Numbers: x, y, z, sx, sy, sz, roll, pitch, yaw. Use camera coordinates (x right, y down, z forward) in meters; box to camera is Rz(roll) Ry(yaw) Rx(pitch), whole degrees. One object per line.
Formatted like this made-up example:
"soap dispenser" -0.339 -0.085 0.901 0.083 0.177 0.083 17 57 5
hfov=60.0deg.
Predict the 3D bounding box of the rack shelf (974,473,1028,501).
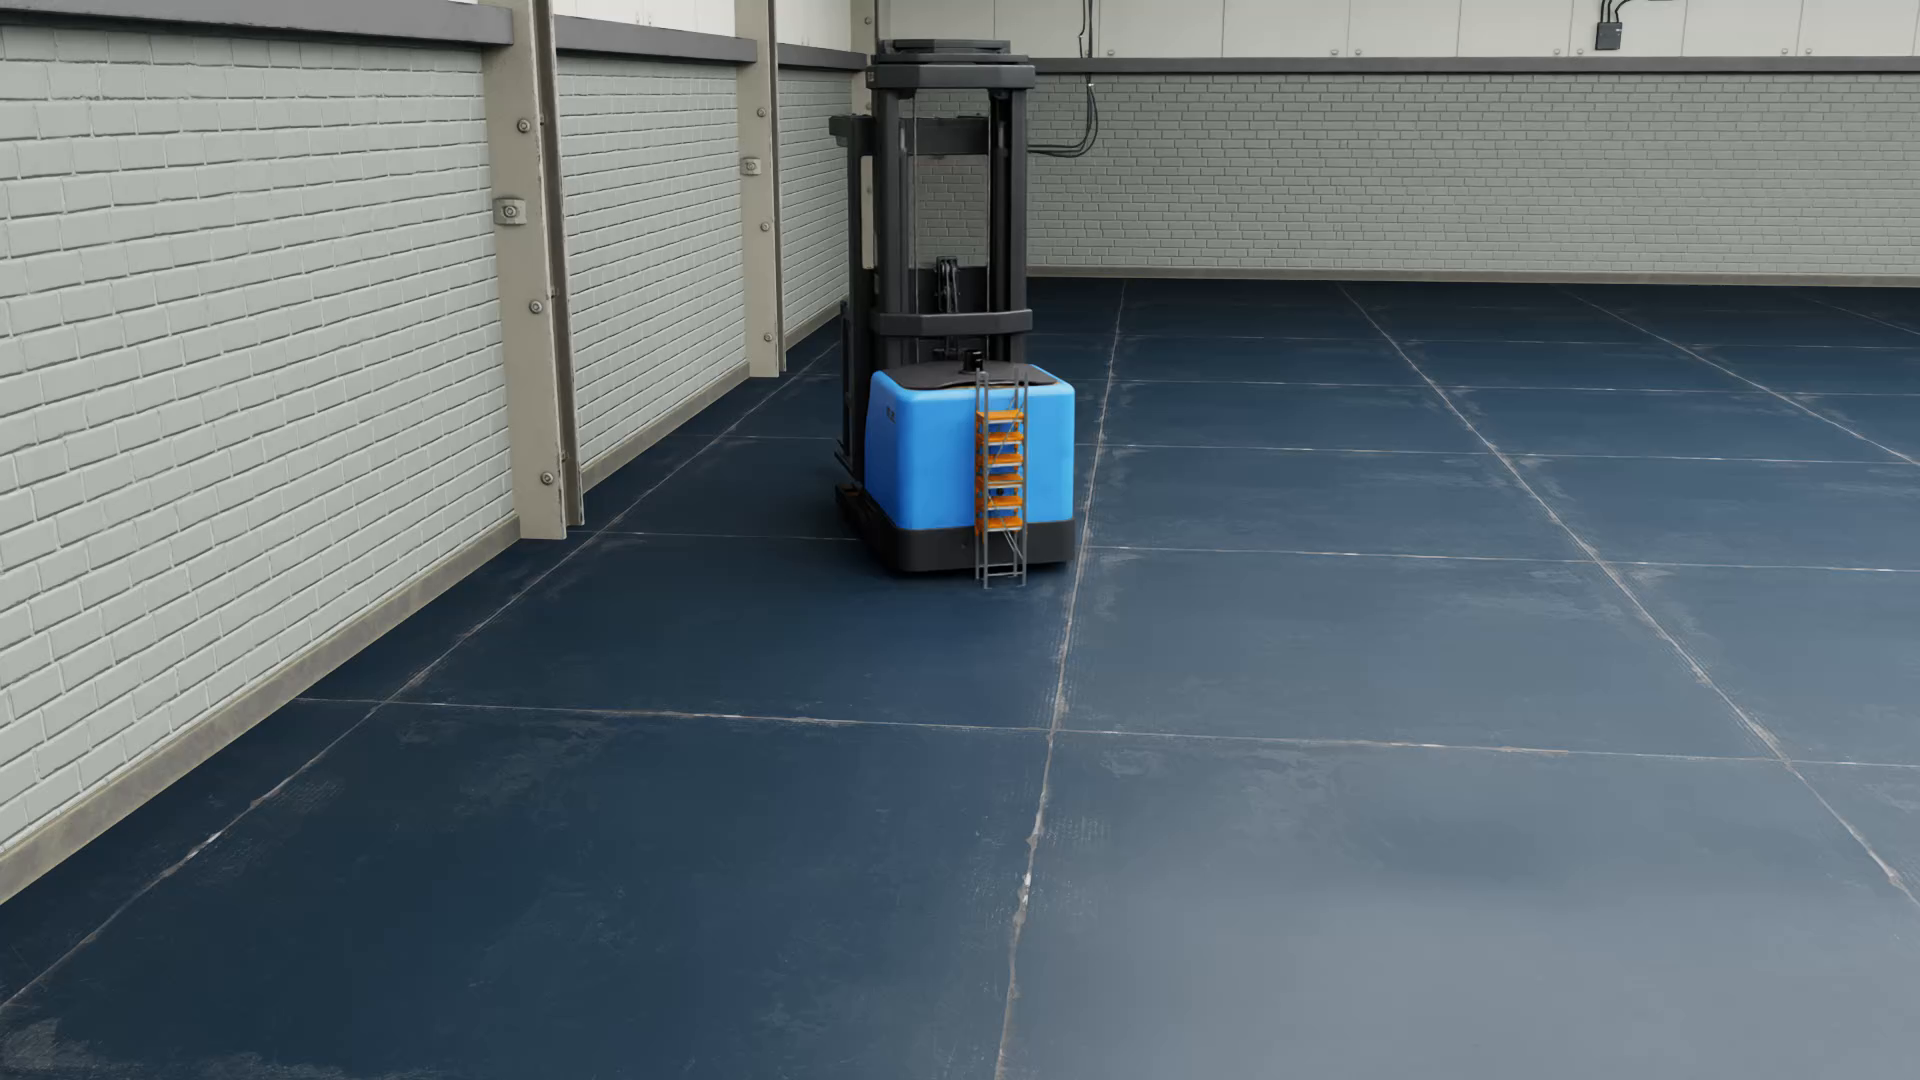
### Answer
"rack shelf" 0.225 -0.293 9.119 0.258 0.103 0.180 -4 16 -13

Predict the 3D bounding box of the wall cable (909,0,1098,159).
"wall cable" 0.444 -6.742 23.804 3.097 2.526 0.112 2 15 6

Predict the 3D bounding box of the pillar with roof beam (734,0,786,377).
"pillar with roof beam" 2.398 -5.833 14.493 9.100 9.000 0.400 2 15 6

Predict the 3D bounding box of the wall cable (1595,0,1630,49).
"wall cable" 9.875 -9.599 21.905 2.305 6.003 0.169 2 15 6

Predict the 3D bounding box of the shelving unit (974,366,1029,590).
"shelving unit" 0.225 -0.336 9.107 0.258 1.200 0.189 -4 16 -13

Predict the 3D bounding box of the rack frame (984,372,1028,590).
"rack frame" 0.247 -0.313 9.022 0.240 1.200 0.006 -4 16 -13

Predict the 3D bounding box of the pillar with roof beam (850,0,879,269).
"pillar with roof beam" 3.075 -7.389 20.248 9.100 9.000 0.400 2 15 6

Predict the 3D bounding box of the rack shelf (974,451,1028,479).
"rack shelf" 0.225 -0.409 9.088 0.258 0.103 0.180 -4 16 -13

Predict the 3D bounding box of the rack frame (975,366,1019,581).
"rack frame" 0.203 -0.360 9.193 0.240 1.200 0.006 -4 16 -13

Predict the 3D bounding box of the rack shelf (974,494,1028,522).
"rack shelf" 0.225 -0.178 9.150 0.258 0.103 0.180 -4 16 -13

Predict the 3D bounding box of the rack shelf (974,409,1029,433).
"rack shelf" 0.225 -0.641 9.025 0.258 0.103 0.180 -4 16 -13

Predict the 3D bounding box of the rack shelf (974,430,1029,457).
"rack shelf" 0.225 -0.525 9.056 0.258 0.103 0.180 -4 16 -13

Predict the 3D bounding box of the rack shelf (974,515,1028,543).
"rack shelf" 0.225 -0.062 9.182 0.258 0.103 0.180 -4 16 -13

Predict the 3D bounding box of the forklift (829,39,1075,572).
"forklift" -0.192 -1.579 10.385 1.130 2.935 3.031 -4 16 -13

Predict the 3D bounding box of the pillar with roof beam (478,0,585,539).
"pillar with roof beam" 1.721 -4.277 8.738 9.100 9.000 0.400 2 15 6
